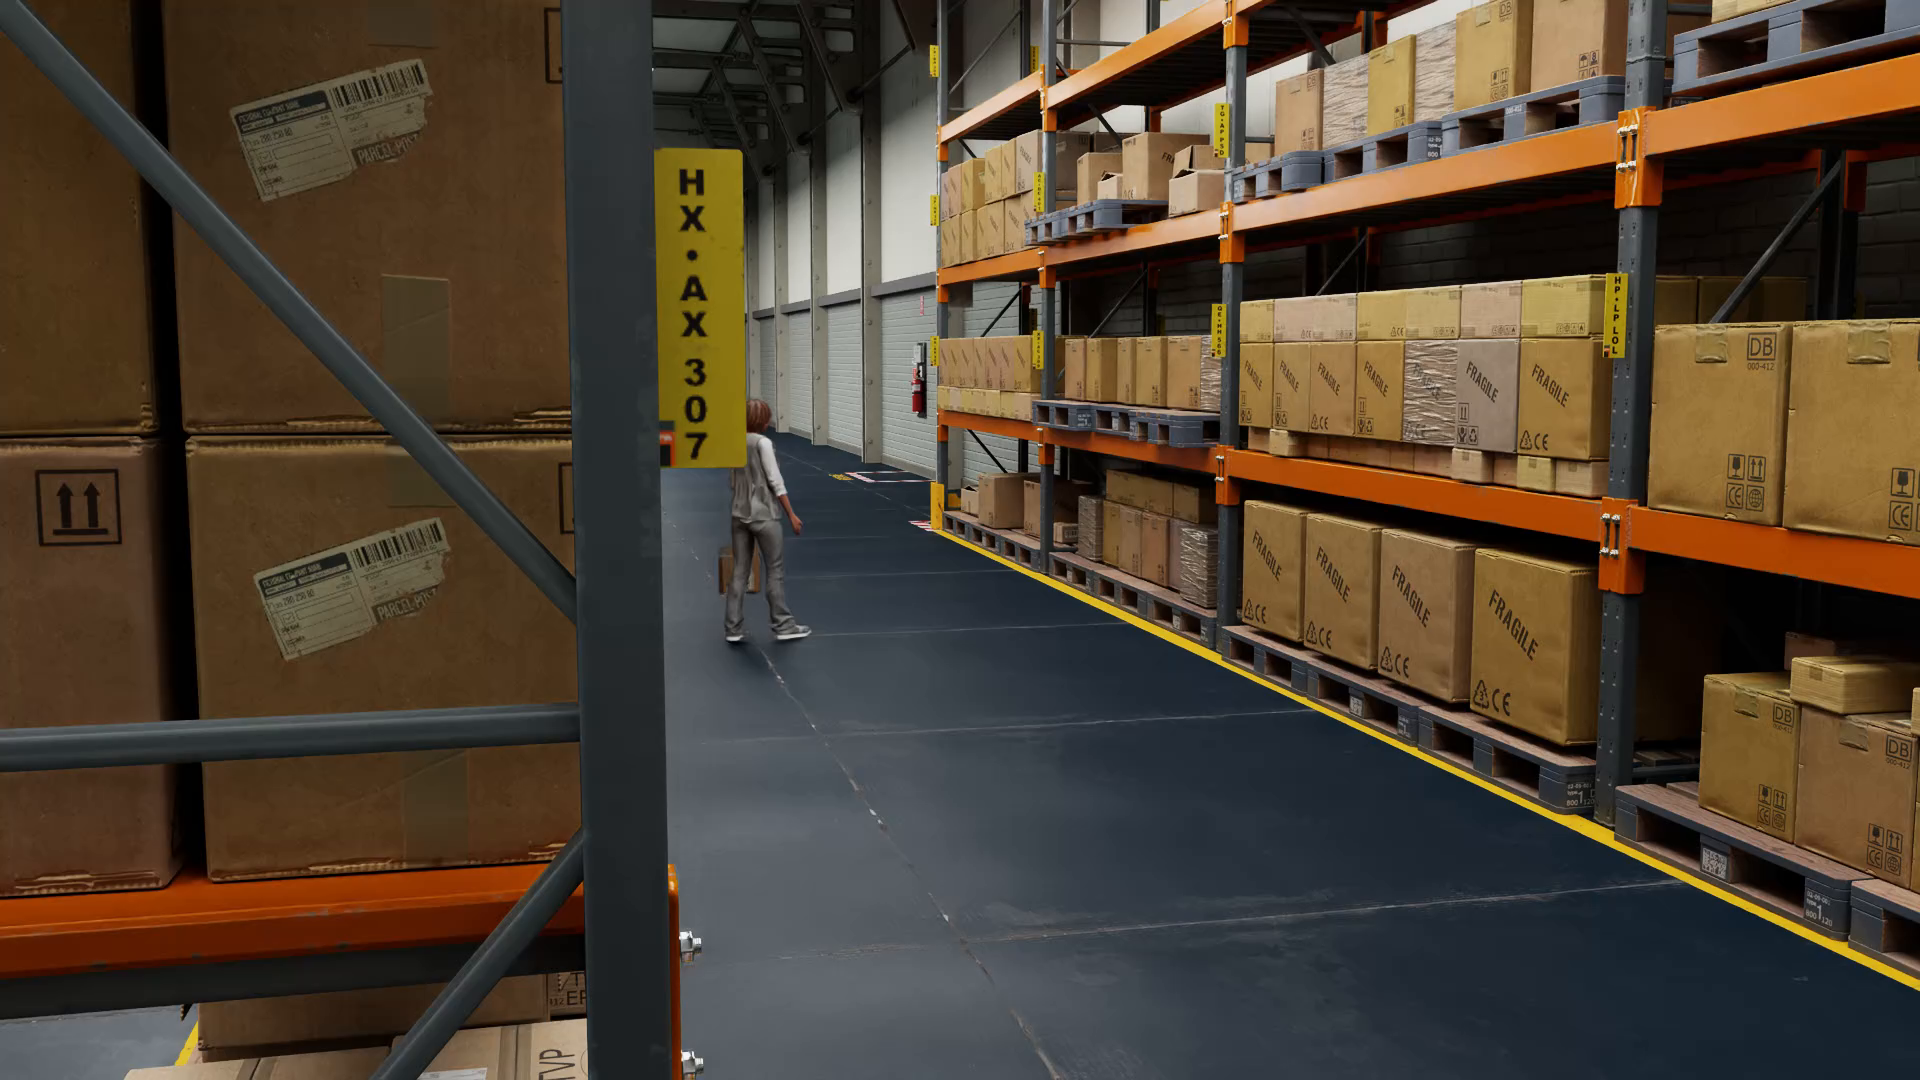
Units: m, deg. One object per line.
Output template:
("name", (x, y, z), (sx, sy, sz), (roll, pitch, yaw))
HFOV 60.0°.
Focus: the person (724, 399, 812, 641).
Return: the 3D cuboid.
("person", (-1.274, -0.132, 10.928), (0.547, 1.590, 0.565), (5, 8, 39))
